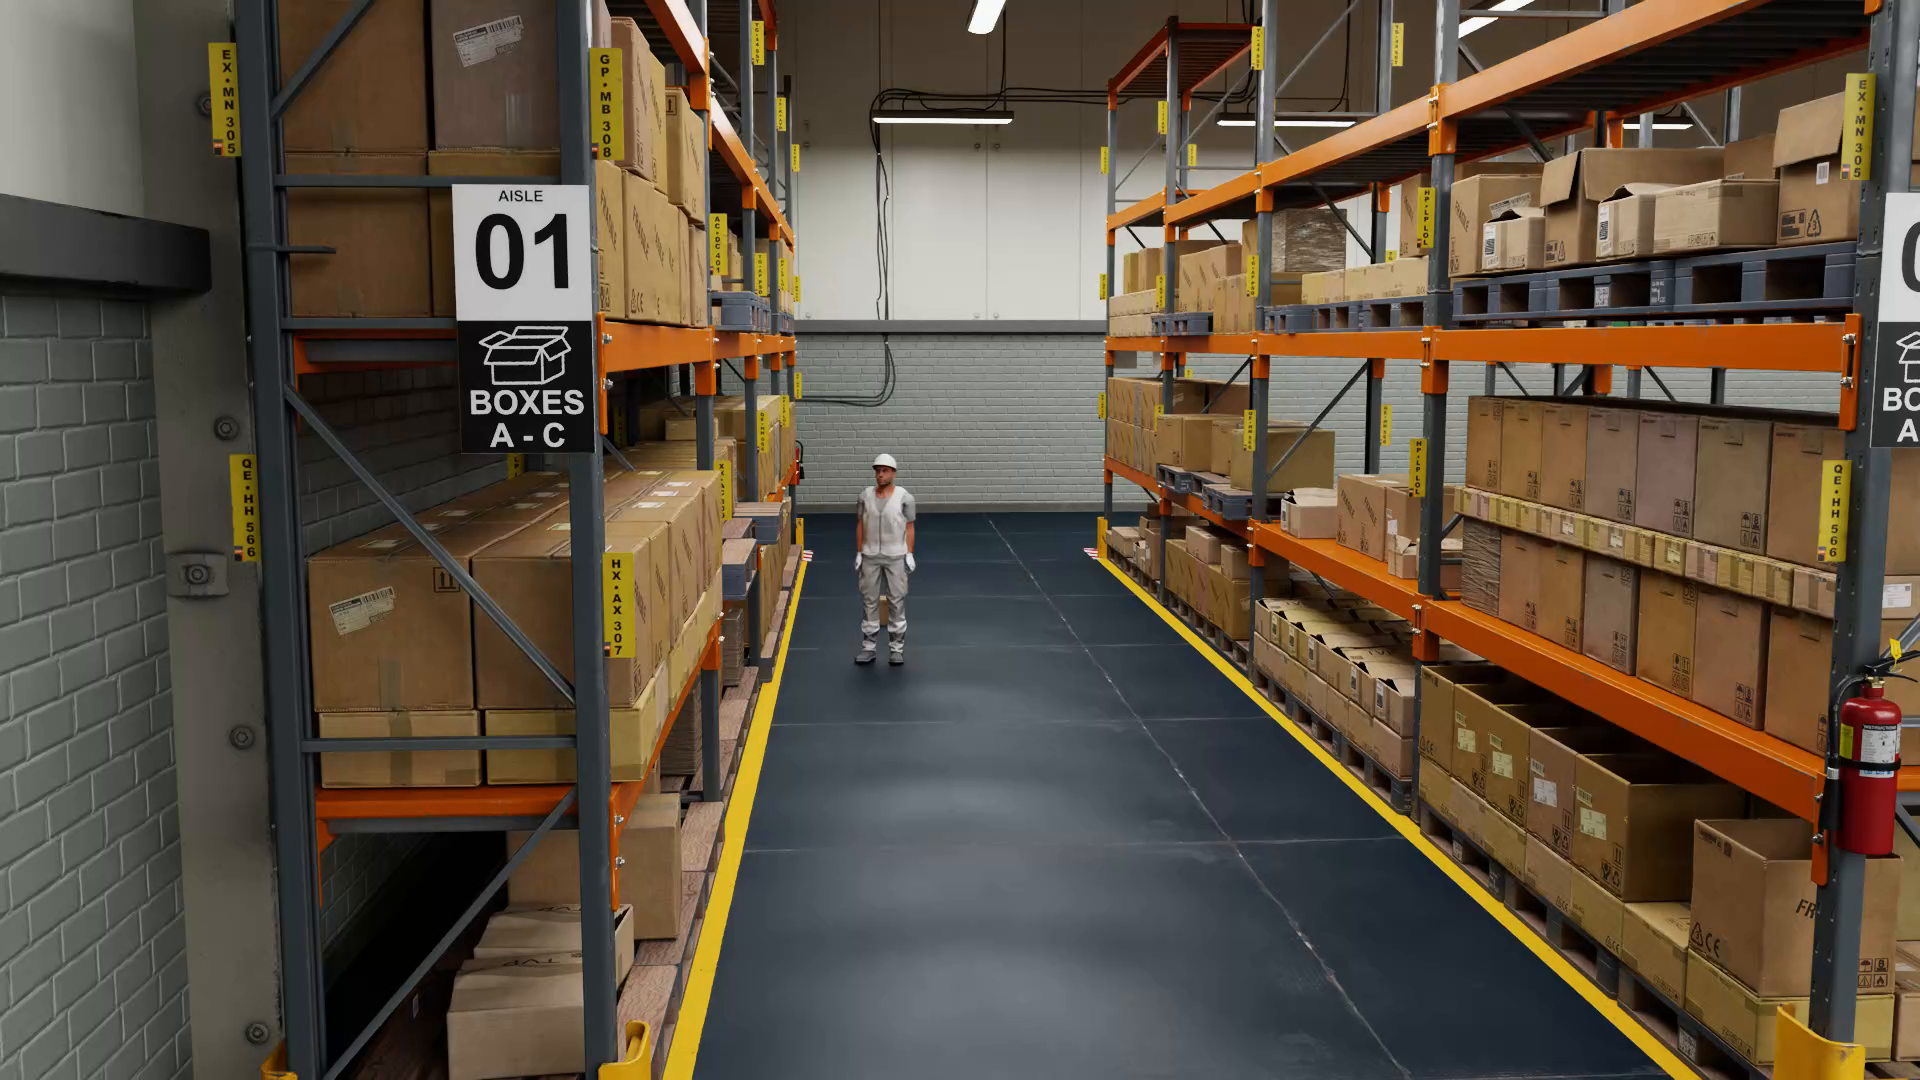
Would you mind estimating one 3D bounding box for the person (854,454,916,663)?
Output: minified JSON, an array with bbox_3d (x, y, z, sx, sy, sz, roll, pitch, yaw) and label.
[{"bbox_3d":[-0.646,0.161,14.259,0.530,1.795,0.370,1,7,8],"label":"person"}]
